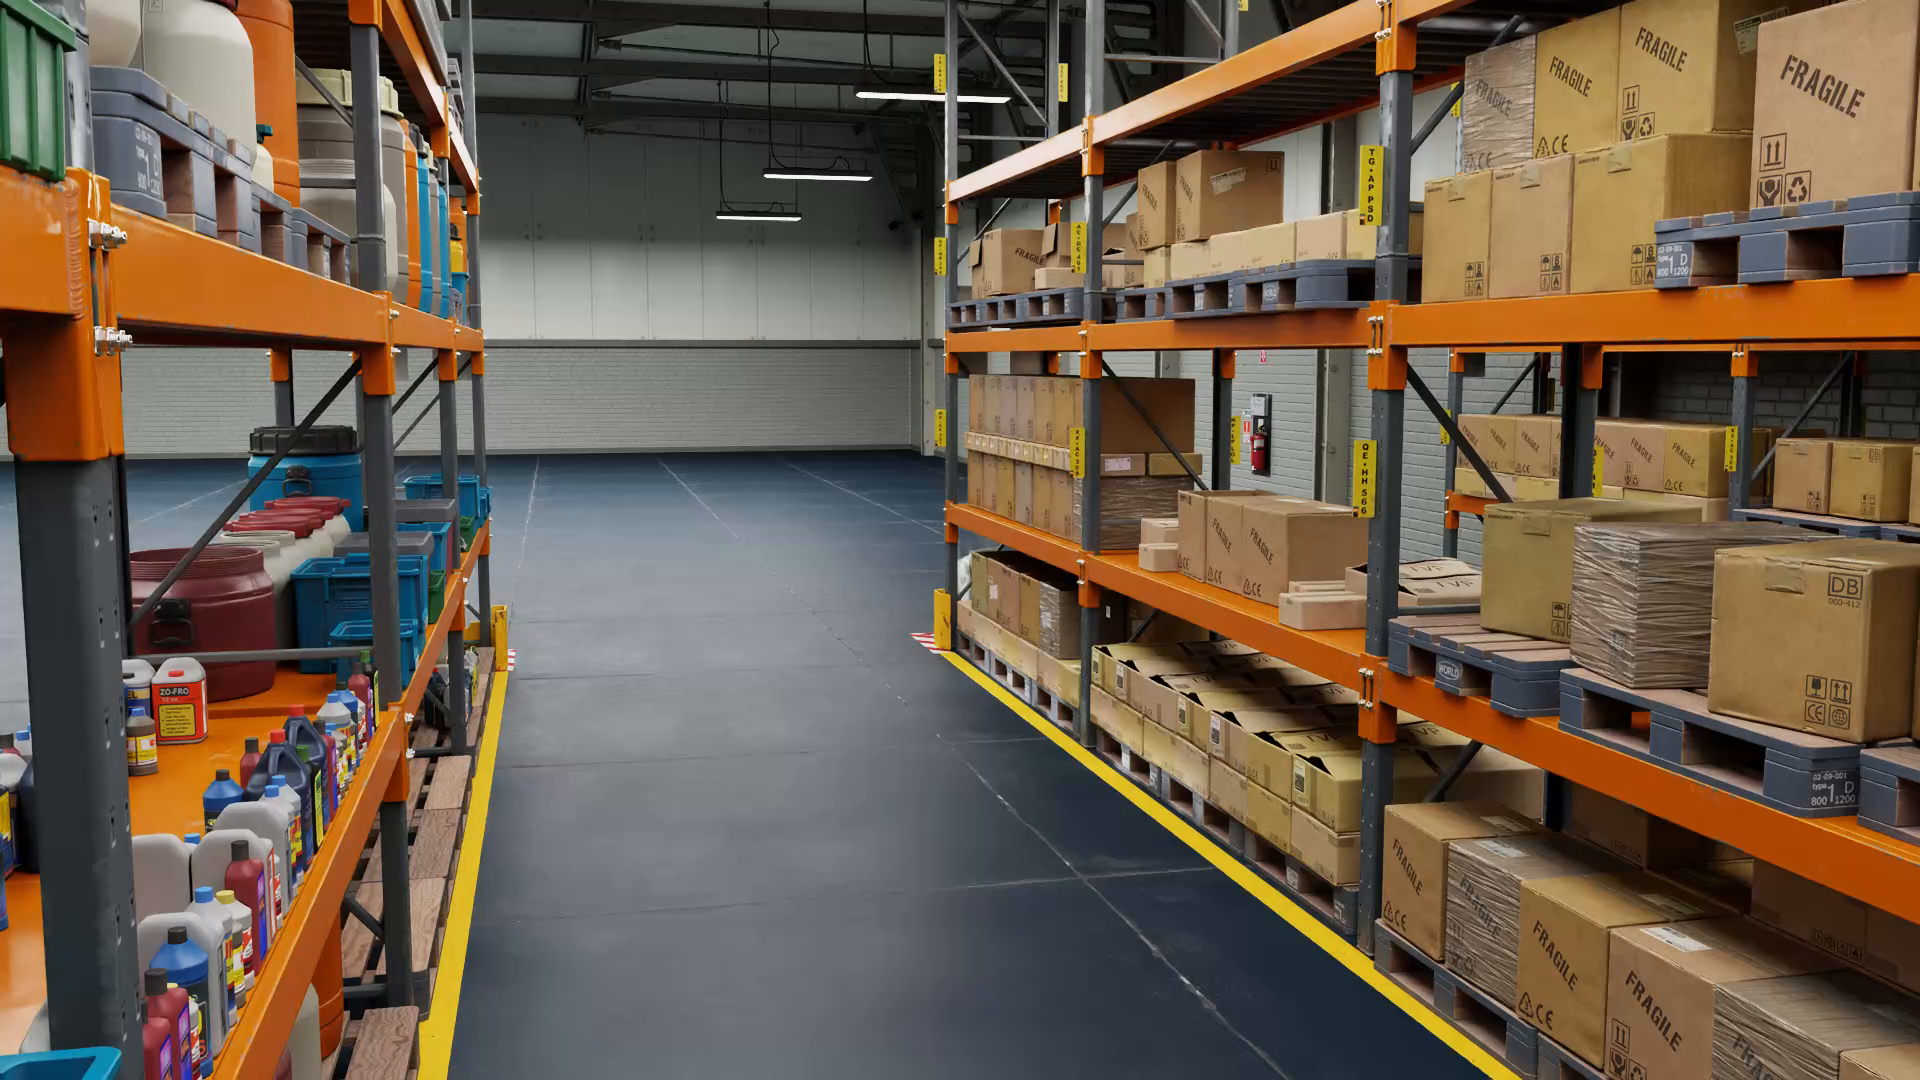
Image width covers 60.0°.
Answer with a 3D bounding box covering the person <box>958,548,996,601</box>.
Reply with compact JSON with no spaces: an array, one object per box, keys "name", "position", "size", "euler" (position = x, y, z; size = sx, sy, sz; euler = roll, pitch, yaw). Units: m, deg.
[{"name":"person","position":[0.154,0.462,16.366],"size":[0.470,0.840,0.892],"euler":[-2,6,-15]}]
